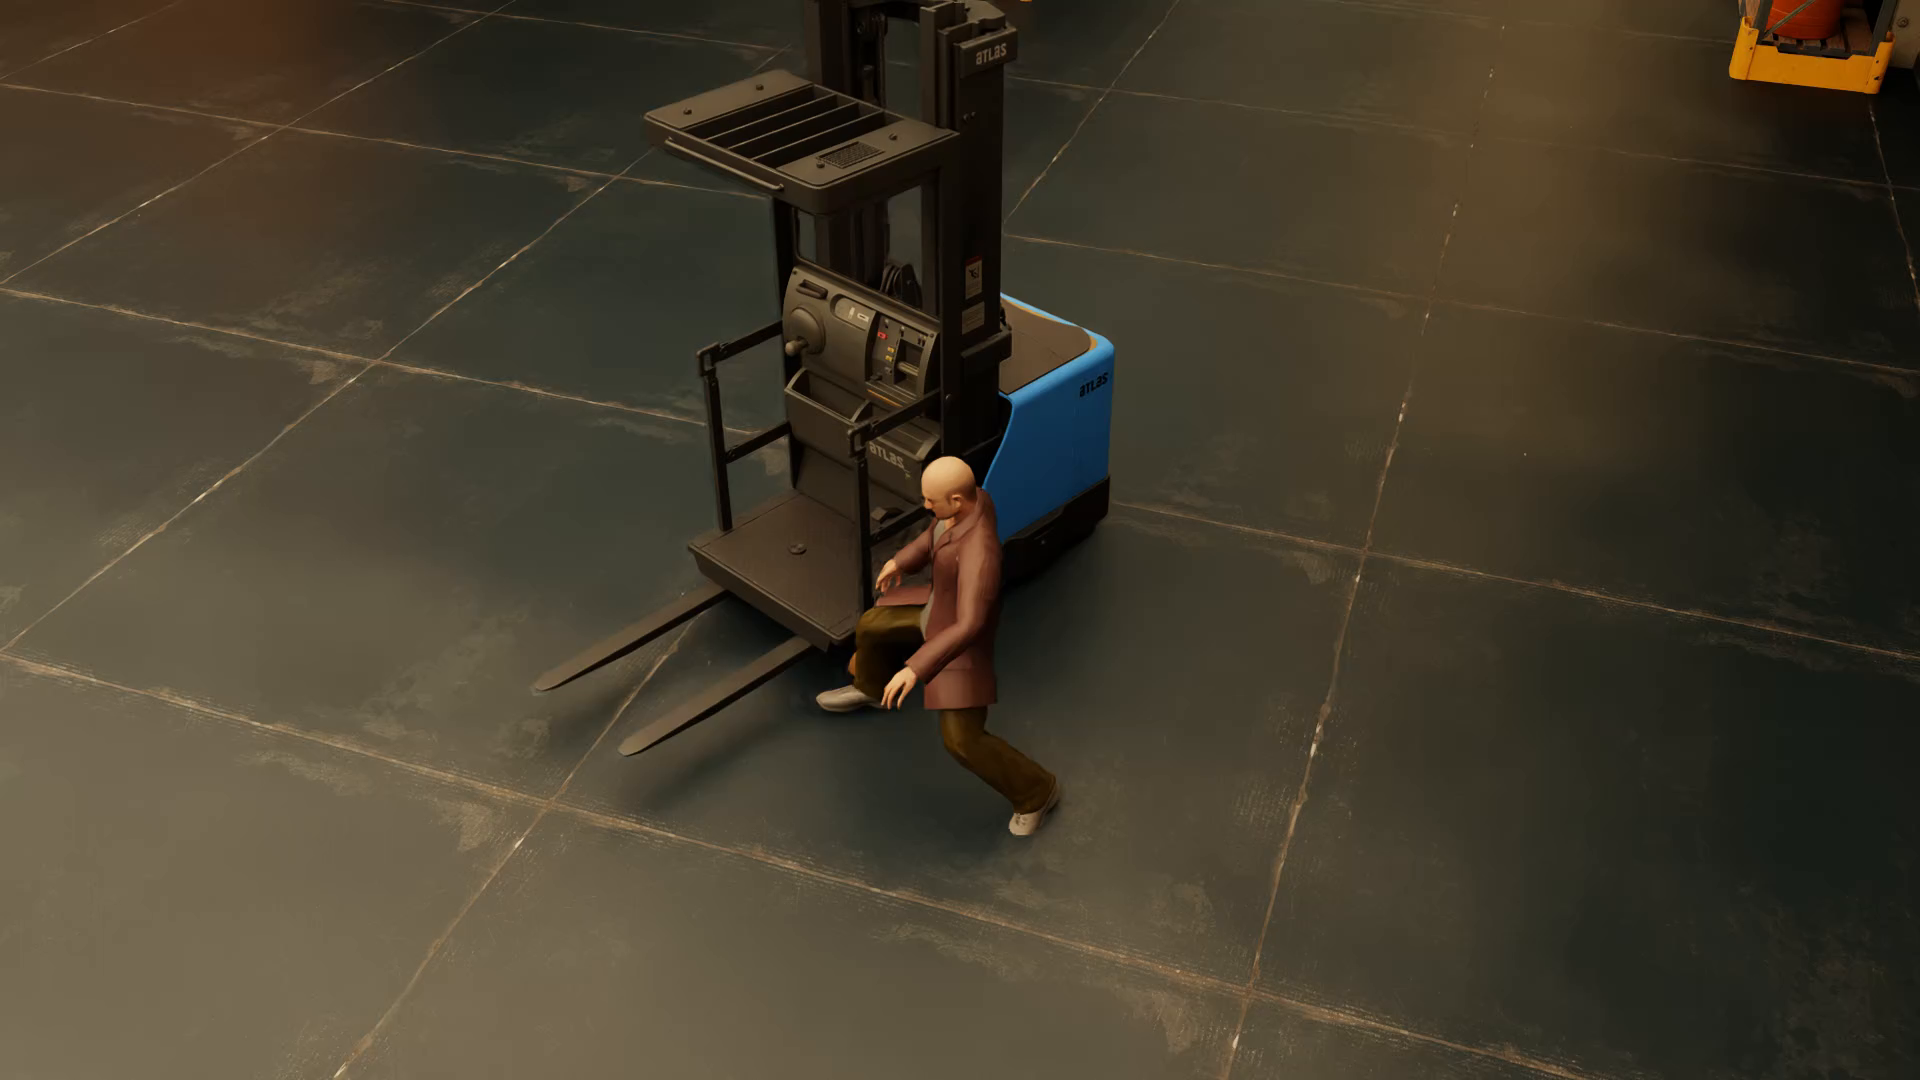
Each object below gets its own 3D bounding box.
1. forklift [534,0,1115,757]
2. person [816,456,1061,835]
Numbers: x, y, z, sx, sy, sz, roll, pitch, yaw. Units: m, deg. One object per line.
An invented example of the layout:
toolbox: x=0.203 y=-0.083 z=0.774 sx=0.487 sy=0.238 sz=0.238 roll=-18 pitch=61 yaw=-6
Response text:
forklift: x=-0.602 y=-0.872 z=7.340 sx=1.130 sy=2.935 sz=3.031 roll=29 pitch=44 yaw=34
person: x=-0.095 y=0.380 z=6.800 sx=0.987 sy=1.652 sz=1.035 roll=-5 pitch=36 yaw=-7
